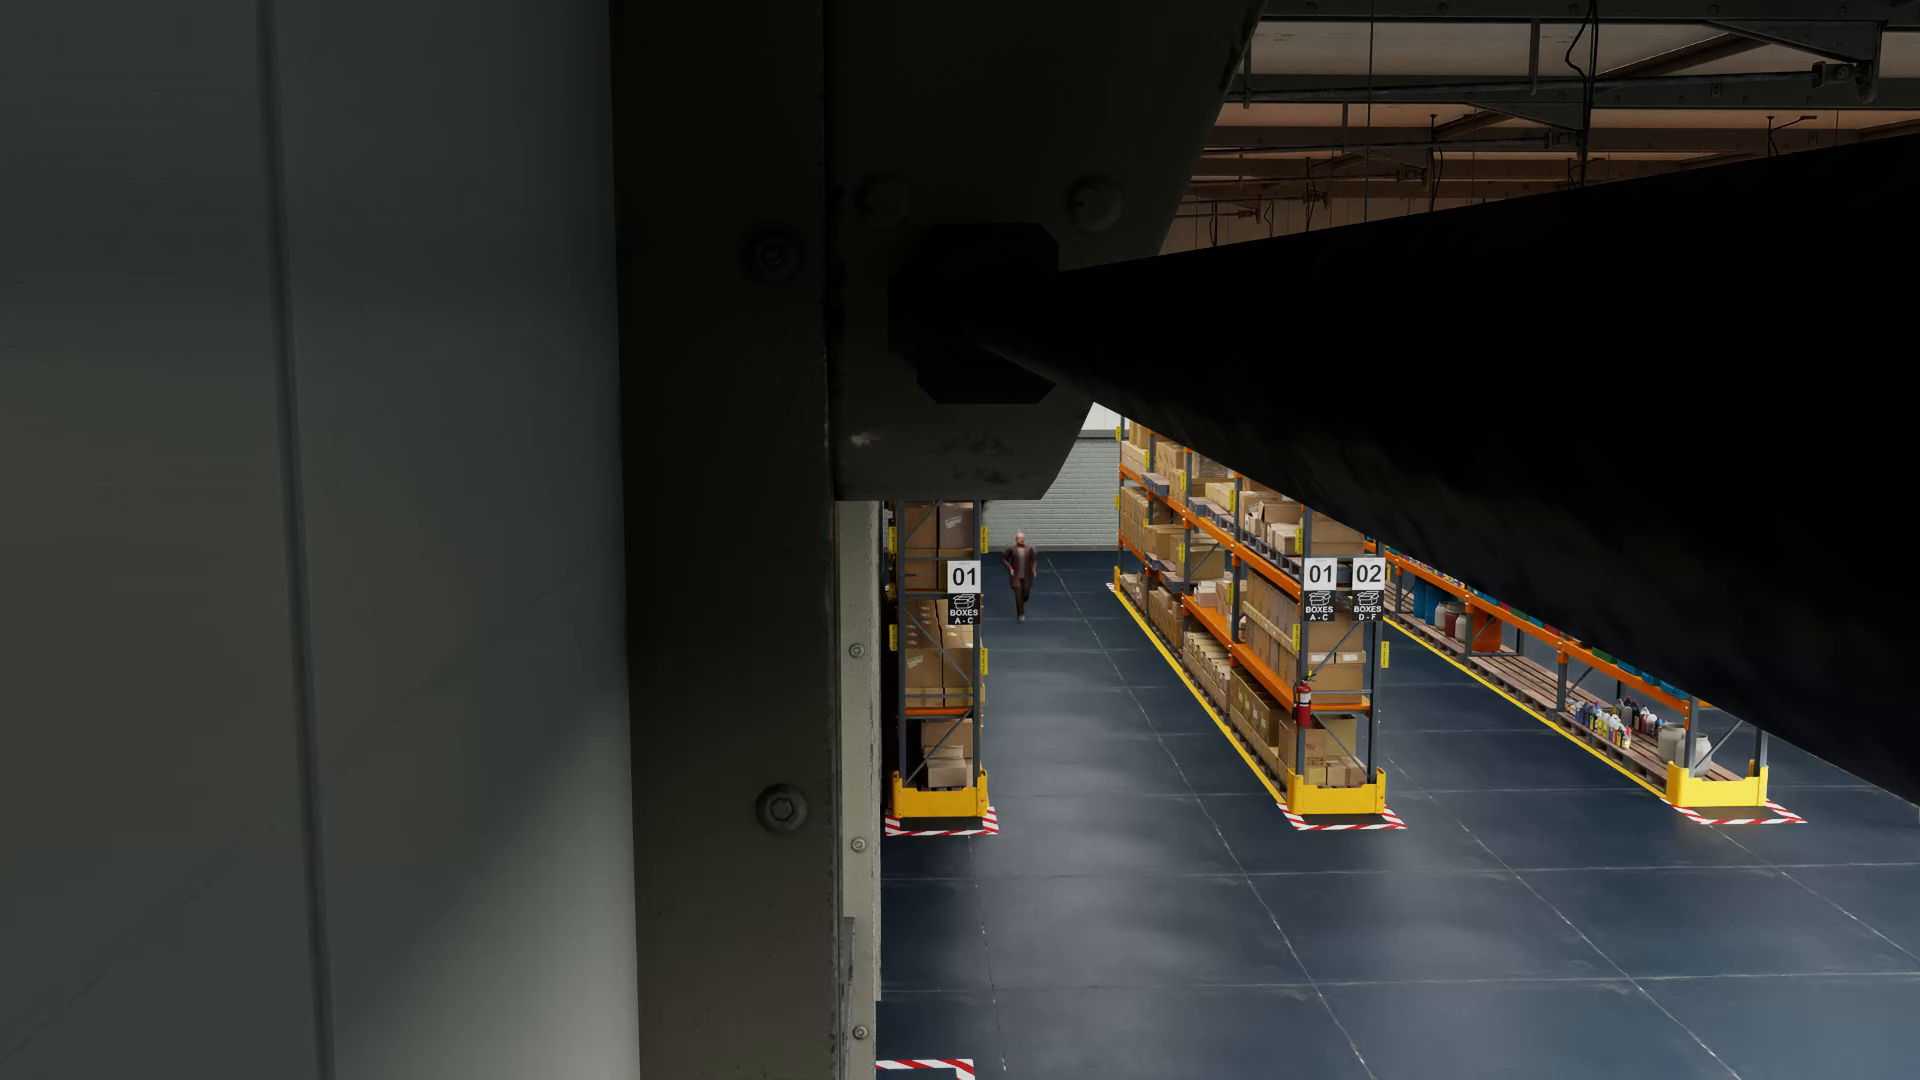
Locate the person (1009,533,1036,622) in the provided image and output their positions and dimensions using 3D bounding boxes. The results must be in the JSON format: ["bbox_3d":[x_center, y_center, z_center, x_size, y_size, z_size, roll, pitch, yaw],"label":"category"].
[{"bbox_3d":[1.189,0.724,33.110,0.671,1.743,0.720,-1,8,-8],"label":"person"}]
